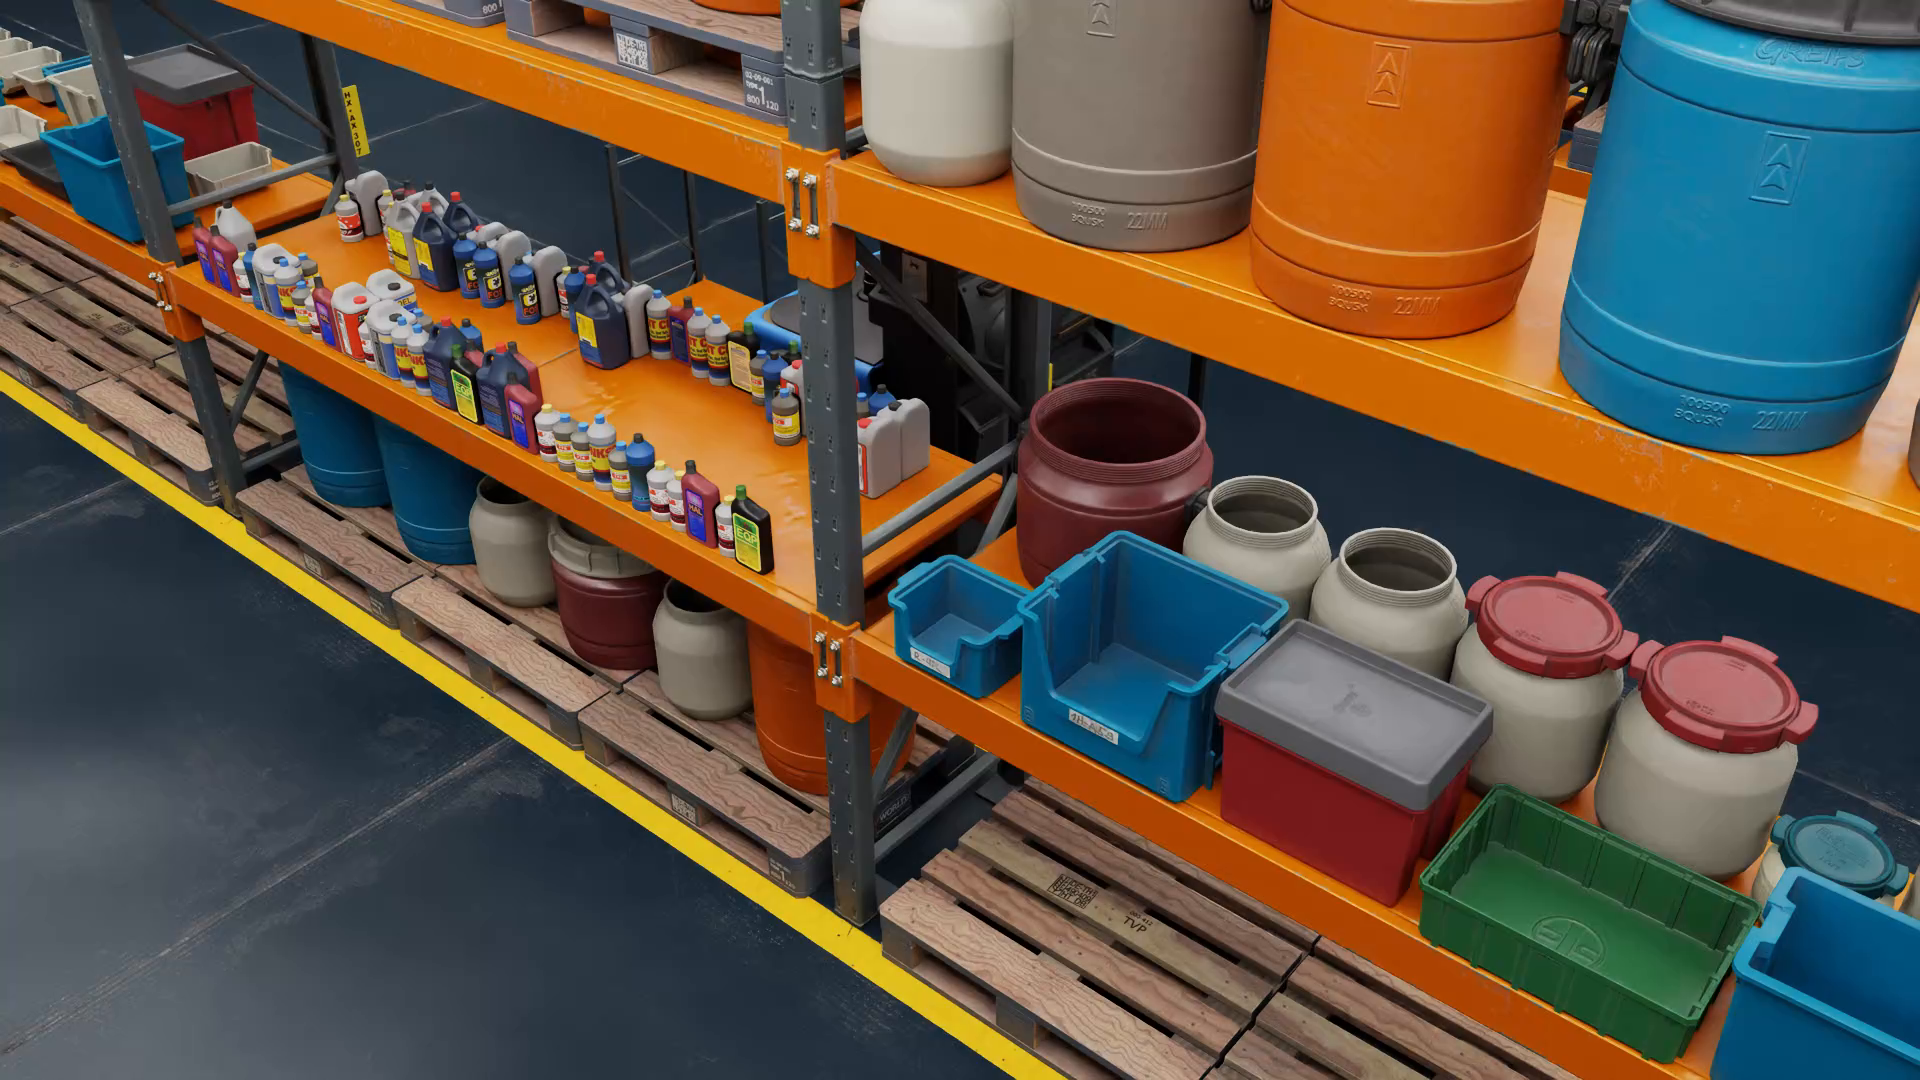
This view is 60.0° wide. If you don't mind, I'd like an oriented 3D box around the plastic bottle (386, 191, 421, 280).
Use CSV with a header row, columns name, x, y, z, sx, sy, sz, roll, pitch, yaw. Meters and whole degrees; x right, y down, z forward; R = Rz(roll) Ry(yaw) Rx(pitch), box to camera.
name,x,y,z,sx,sy,sz,roll,pitch,yaw
plastic bottle,-2.324,-1.297,7.033,0.185,0.351,0.144,25,42,32

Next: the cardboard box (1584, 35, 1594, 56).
name,x,y,z,sx,sy,sz,roll,pitch,yaw
cardboard box,4.860,-4.040,12.820,0.500,0.500,0.500,23,41,30

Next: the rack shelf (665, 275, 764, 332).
name,x,y,z,sx,sy,sz,roll,pitch,yaw
rack shelf,-1.106,-0.996,8.193,1.000,0.185,0.538,26,42,32

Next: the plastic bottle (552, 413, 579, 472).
name,x,y,z,sx,sy,sz,roll,pitch,yaw
plastic bottle,-1.360,-0.346,5.780,0.097,0.201,0.097,0,34,0

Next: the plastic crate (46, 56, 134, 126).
name,x,y,z,sx,sy,sz,roll,pitch,yaw
plastic crate,-4.203,-2.180,8.326,0.530,0.282,0.437,25,42,32

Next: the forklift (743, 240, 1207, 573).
name,x,y,z,sx,sy,sz,roll,pitch,yaw
forklift,0.482,-0.978,6.586,3.031,2.935,1.130,25,42,32

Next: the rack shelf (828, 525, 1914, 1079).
name,x,y,z,sx,sy,sz,roll,pitch,yaw
rack shelf,1.464,0.899,4.427,4.000,0.370,1.077,25,42,32

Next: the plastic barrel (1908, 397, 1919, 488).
name,x,y,z,sx,sy,sz,roll,pitch,yaw
plastic barrel,1.968,-0.443,2.653,0.600,0.901,0.600,0,34,0

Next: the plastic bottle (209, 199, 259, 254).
name,x,y,z,sx,sy,sz,roll,pitch,yaw
plastic bottle,-3.053,-1.267,6.990,0.185,0.351,0.144,25,42,32

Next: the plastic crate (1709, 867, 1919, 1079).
name,x,y,z,sx,sy,sz,roll,pitch,yaw
plastic crate,1.954,1.069,3.558,0.575,0.384,0.392,25,42,32

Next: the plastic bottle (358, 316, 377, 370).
name,x,y,z,sx,sy,sz,roll,pitch,yaw
plastic bottle,-2.252,-0.766,6.392,0.097,0.201,0.097,0,34,0

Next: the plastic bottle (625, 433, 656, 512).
name,x,y,z,sx,sy,sz,roll,pitch,yaw
plastic bottle,-1.061,-0.234,5.554,0.097,0.271,0.097,0,34,0

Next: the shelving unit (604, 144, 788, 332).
name,x,y,z,sx,sy,sz,roll,pitch,yaw
shelving unit,-1.113,-1.148,8.096,1.083,1.500,0.587,26,42,32

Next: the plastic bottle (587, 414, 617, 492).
name,x,y,z,sx,sy,sz,roll,pitch,yaw
plastic bottle,-1.211,-0.304,5.657,0.097,0.271,0.097,0,34,0

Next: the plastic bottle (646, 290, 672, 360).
name,x,y,z,sx,sy,sz,roll,pitch,yaw
plastic bottle,-1.158,-0.839,6.435,0.097,0.271,0.097,0,34,0

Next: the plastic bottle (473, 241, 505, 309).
name,x,y,z,sx,sy,sz,roll,pitch,yaw
plastic bottle,-1.931,-1.091,6.803,0.097,0.271,0.097,0,34,0

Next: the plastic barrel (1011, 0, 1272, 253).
name,x,y,z,sx,sy,sz,roll,pitch,yaw
plastic barrel,0.419,-1.173,3.716,0.600,0.901,0.600,0,34,0

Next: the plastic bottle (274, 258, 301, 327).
name,x,y,z,sx,sy,sz,roll,pitch,yaw
plastic bottle,-2.683,-0.998,6.667,0.097,0.271,0.097,0,34,0

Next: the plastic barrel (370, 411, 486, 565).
name,x,y,z,sx,sy,sz,roll,pitch,yaw
plastic barrel,-2.196,-0.418,7.192,0.708,0.901,0.600,25,42,32

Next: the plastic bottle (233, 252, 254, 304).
name,x,y,z,sx,sy,sz,roll,pitch,yaw
plastic bottle,-2.936,-1.088,6.861,0.097,0.201,0.097,0,34,0

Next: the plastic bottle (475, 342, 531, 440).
name,x,y,z,sx,sy,sz,roll,pitch,yaw
plastic bottle,-1.631,-0.552,5.948,0.185,0.351,0.144,25,42,32

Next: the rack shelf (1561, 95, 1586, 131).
name,x,y,z,sx,sy,sz,roll,pitch,yaw
rack shelf,1.559,-2.705,9.674,4.000,0.370,1.077,25,42,32

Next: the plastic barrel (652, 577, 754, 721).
name,x,y,z,sx,sy,sz,roll,pitch,yaw
plastic barrel,-0.951,0.395,6.352,0.421,0.512,0.421,0,34,0

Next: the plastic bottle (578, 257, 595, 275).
name,x,y,z,sx,sy,sz,roll,pitch,yaw
plastic bottle,-1.481,-1.009,6.673,0.133,0.283,0.061,25,42,32

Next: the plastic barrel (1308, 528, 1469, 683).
name,x,y,z,sx,sy,sz,roll,pitch,yaw
plastic barrel,1.178,0.264,4.617,0.421,0.512,0.421,0,34,0

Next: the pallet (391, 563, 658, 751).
name,x,y,z,sx,sy,sz,roll,pitch,yaw
pallet,-1.639,0.318,7.101,1.213,0.211,1.003,25,42,32

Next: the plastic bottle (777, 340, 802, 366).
name,x,y,z,sx,sy,sz,roll,pitch,yaw
plastic bottle,-0.628,-0.607,6.088,0.133,0.283,0.061,25,42,32

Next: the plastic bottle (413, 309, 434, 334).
name,x,y,z,sx,sy,sz,roll,pitch,yaw
plastic bottle,-2.080,-0.797,6.437,0.097,0.201,0.097,0,34,0

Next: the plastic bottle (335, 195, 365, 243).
name,x,y,z,sx,sy,sz,roll,pitch,yaw
plastic bottle,-2.703,-1.426,7.352,0.097,0.201,0.097,0,34,0

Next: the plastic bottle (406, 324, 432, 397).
name,x,y,z,sx,sy,sz,roll,pitch,yaw
plastic bottle,-1.999,-0.676,6.198,0.097,0.271,0.097,0,34,0

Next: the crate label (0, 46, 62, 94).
name,x,y,z,sx,sy,sz,roll,pitch,yaw
crate label,-5.036,-2.518,8.946,0.243,0.136,0.396,25,42,32

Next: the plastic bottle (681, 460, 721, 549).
name,x,y,z,sx,sy,sz,roll,pitch,yaw
plastic bottle,-0.835,-0.119,5.376,0.133,0.283,0.061,25,42,32

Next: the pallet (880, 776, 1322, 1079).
name,x,y,z,sx,sy,sz,roll,pitch,yaw
pallet,0.497,1.325,5.634,1.213,0.211,1.003,25,42,32

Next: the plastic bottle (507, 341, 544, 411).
name,x,y,z,sx,sy,sz,roll,pitch,yaw
plastic bottle,-1.585,-0.579,6.046,0.133,0.283,0.061,25,42,32

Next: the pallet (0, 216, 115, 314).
name,x,y,z,sx,sy,sz,roll,pitch,yaw
pallet,-5.613,-1.555,9.827,1.213,0.211,1.003,25,42,32

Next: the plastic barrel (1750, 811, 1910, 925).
name,x,y,z,sx,sy,sz,roll,pitch,yaw
plastic barrel,2.082,0.838,4.003,0.301,0.262,0.301,0,34,0

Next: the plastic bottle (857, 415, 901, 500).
name,x,y,z,sx,sy,sz,roll,pitch,yaw
plastic bottle,-0.296,-0.302,5.650,0.135,0.276,0.152,25,42,32

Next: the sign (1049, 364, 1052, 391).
name,x,y,z,sx,sy,sz,roll,pitch,yaw
sign,0.273,-0.431,5.584,0.005,0.325,0.100,25,42,32

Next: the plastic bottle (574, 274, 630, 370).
name,x,y,z,sx,sy,sz,roll,pitch,yaw
plastic bottle,-1.379,-0.846,6.376,0.185,0.351,0.144,25,42,32

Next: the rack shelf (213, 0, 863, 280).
name,x,y,z,sx,sy,sz,roll,pitch,yaw
rack shelf,-1.610,-1.786,5.687,4.000,0.370,1.077,25,42,32

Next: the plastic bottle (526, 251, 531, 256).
name,x,y,z,sx,sy,sz,roll,pitch,yaw
plastic bottle,-1.759,-1.093,6.868,0.097,0.201,0.097,0,34,0

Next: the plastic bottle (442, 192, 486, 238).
name,x,y,z,sx,sy,sz,roll,pitch,yaw
plastic bottle,-2.090,-1.293,7.027,0.185,0.351,0.144,25,42,32

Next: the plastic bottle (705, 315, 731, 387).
name,x,y,z,sx,sy,sz,roll,pitch,yaw
plastic bottle,-0.906,-0.720,6.262,0.097,0.271,0.097,0,34,0

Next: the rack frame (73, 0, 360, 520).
name,x,y,z,sx,sy,sz,roll,pitch,yaw
rack frame,-3.147,-1.571,7.388,0.127,3.000,1.000,25,42,32

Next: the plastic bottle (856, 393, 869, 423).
name,x,y,z,sx,sy,sz,roll,pitch,yaw
plastic bottle,-0.346,-0.427,5.897,0.097,0.201,0.097,0,34,0

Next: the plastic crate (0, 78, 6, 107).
name,x,y,z,sx,sy,sz,roll,pitch,yaw
plastic crate,-5.000,-2.157,8.336,0.300,0.233,0.416,25,42,32

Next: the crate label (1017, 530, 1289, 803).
name,x,y,z,sx,sy,sz,roll,pitch,yaw
crate label,0.517,0.341,4.573,0.616,0.435,0.502,25,42,32

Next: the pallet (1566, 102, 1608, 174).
name,x,y,z,sx,sy,sz,roll,pitch,yaw
pallet,3.712,-1.986,8.162,1.003,0.211,1.213,25,42,32

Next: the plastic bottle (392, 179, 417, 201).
name,x,y,z,sx,sy,sz,roll,pitch,yaw
plastic bottle,-2.431,-1.457,7.325,0.133,0.283,0.061,25,42,32
